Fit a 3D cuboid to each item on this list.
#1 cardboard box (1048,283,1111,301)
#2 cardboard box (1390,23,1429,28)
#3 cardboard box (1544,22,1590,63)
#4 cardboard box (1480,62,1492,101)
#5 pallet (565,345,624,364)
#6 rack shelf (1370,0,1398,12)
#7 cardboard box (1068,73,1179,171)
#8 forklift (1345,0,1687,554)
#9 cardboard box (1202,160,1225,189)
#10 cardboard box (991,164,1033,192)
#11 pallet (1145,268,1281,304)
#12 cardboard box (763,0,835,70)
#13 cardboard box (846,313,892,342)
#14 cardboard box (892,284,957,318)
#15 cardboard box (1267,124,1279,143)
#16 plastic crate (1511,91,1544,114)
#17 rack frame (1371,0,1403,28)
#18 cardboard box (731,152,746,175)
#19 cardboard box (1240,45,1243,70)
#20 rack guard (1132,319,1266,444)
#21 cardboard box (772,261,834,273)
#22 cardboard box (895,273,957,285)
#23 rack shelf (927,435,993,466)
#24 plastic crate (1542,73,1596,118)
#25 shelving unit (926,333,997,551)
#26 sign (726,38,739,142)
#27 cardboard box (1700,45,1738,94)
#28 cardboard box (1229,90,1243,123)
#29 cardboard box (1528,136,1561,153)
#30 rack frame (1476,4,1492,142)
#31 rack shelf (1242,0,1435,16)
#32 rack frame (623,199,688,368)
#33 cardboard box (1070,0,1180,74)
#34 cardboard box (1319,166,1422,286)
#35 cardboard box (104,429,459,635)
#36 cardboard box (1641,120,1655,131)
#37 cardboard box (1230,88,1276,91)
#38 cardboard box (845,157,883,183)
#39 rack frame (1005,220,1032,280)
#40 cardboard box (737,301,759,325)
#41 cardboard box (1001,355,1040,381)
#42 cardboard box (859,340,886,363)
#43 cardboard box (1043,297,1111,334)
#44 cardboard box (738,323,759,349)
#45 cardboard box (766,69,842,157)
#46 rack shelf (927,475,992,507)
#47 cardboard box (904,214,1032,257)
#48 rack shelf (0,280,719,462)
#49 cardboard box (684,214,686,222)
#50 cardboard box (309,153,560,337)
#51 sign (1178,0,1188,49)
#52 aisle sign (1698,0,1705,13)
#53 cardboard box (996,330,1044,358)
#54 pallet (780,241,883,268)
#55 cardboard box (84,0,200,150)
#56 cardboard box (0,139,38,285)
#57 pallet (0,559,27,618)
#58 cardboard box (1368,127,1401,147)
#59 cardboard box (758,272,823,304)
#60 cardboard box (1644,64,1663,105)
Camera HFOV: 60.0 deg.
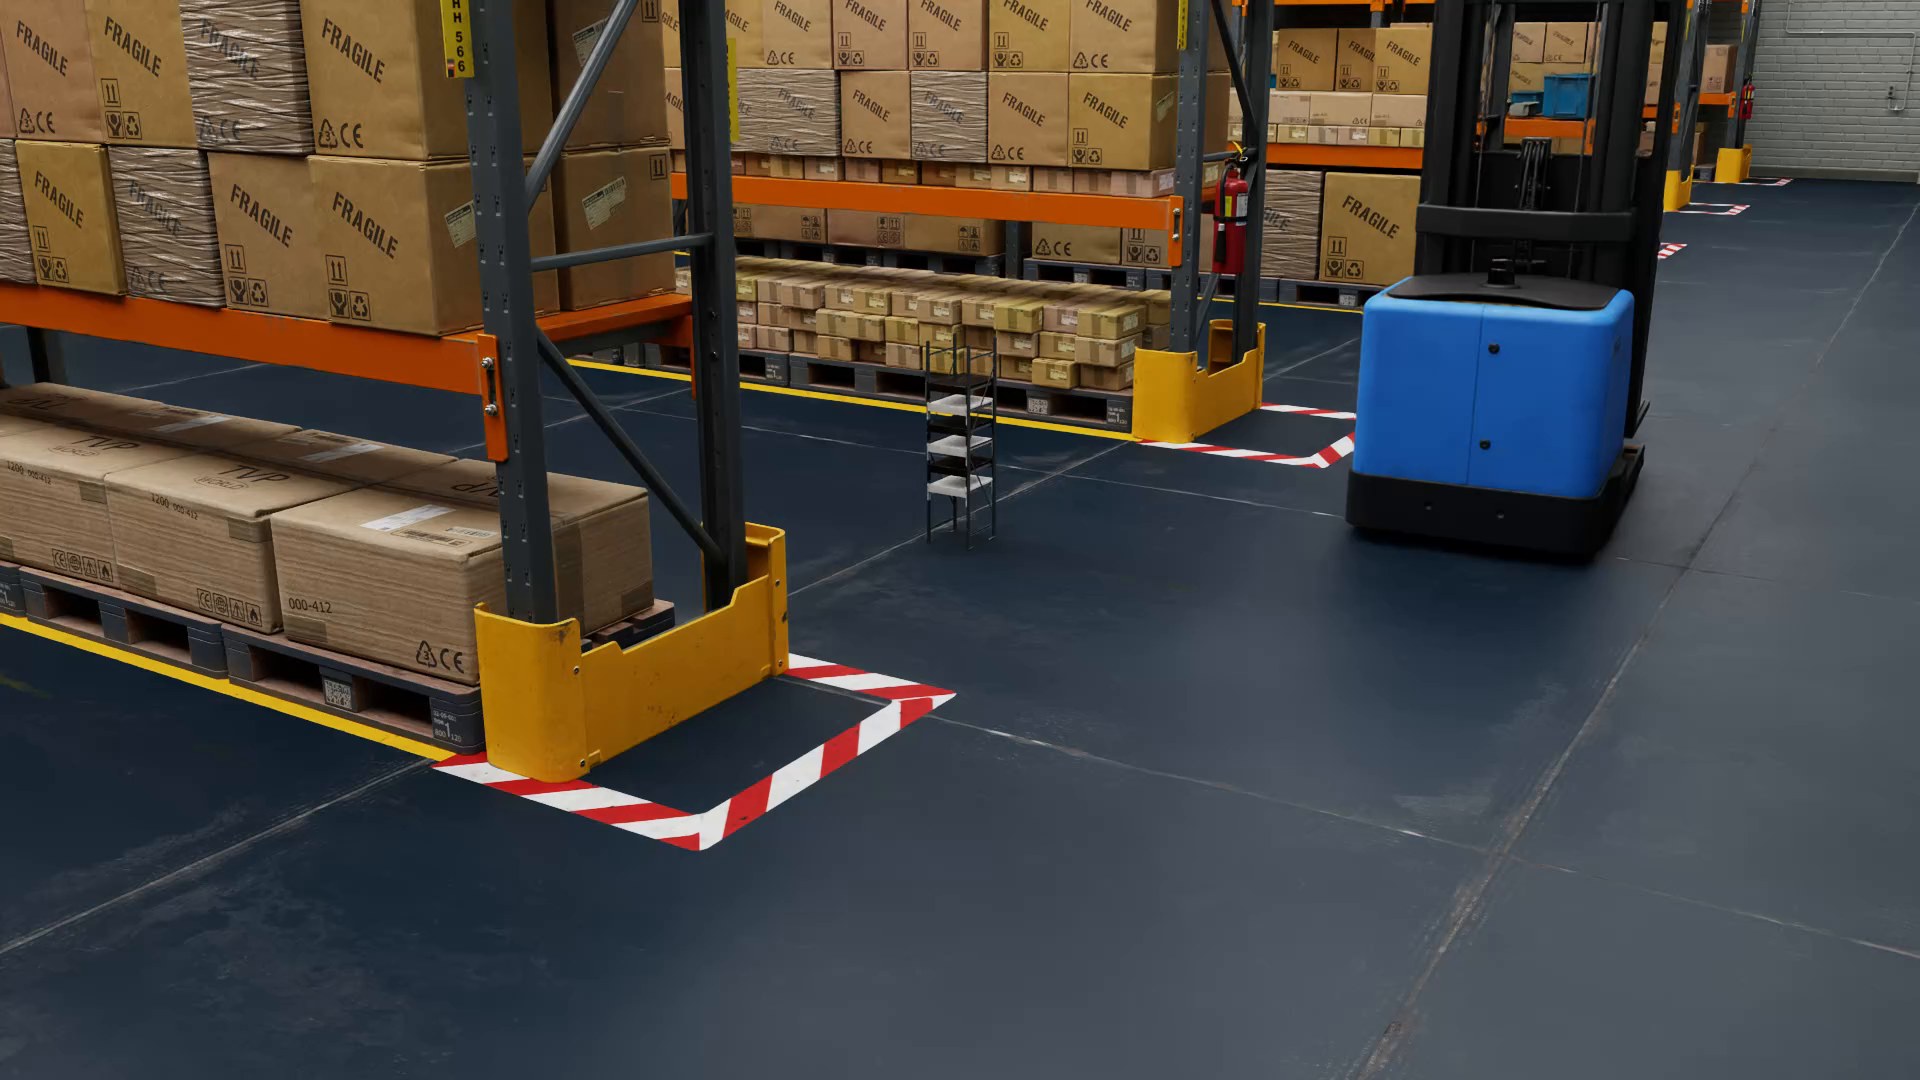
[{"bbox_3d":[0.737,-1.482,10.257,0.250,0.149,0.380,10,20,30],"label":"cardboard box"},{"bbox_3d":[6.167,-6.773,22.627,0.500,0.500,0.500,11,20,31],"label":"cardboard box"},{"bbox_3d":[7.923,-6.460,21.596,0.500,0.500,0.500,11,20,32],"label":"cardboard box"},{"bbox_3d":[7.067,-6.138,22.254,0.500,0.500,0.500,10,20,30],"label":"cardboard box"},{"bbox_3d":[-2.621,-1.506,11.977,1.213,0.211,1.003,10,20,30],"label":"pallet"},{"bbox_3d":[4.208,-7.784,23.922,4.000,0.370,1.077,10,20,30],"label":"rack shelf"},{"bbox_3d":[0.934,-2.309,9.138,0.500,0.500,0.500,11,20,31],"label":"cardboard box"},{"bbox_3d":[2.834,-1.726,8.019,1.130,2.935,3.031,8,19,26],"label":"forklift"},{"bbox_3d":[1.347,-2.124,9.646,0.250,0.149,0.380,10,20,30],"label":"cardboard box"},{"bbox_3d":[0.382,-2.088,9.527,0.250,0.149,0.380,11,20,32],"label":"cardboard box"},{"bbox_3d":[2.376,-2.281,14.527,1.213,0.211,1.003,10,20,30],"label":"pallet"},{"bbox_3d":[-0.837,-3.103,10.031,0.500,0.500,0.500,10,20,31],"label":"cardboard box"},{"bbox_3d":[-0.497,-1.336,10.288,0.250,0.149,0.380,10,20,31],"label":"cardboard box"},{"bbox_3d":[-0.215,-1.464,10.197,0.250,0.149,0.380,9,19,28],"label":"cardboard box"},{"bbox_3d":[2.565,-3.374,13.760,0.250,0.149,0.380,10,20,30],"label":"cardboard box"},{"bbox_3d":[6.126,-4.722,17.949,0.300,0.233,0.416,10,20,30],"label":"plastic crate"},{"bbox_3d":[5.913,-6.389,23.252,0.127,3.000,1.000,10,20,30],"label":"rack frame"},{"bbox_3d":[-1.373,-2.430,10.652,0.250,0.149,0.380,9,19,28],"label":"cardboard box"},{"bbox_3d":[3.779,-6.991,24.342,0.500,0.500,0.700,15,22,40],"label":"cardboard box"},{"bbox_3d":[1.387,-0.930,9.582,0.348,0.500,1.175,10,20,30],"label":"rack guard"},{"bbox_3d":[-1.063,-1.789,11.270,0.250,0.149,0.380,10,20,30],"label":"cardboard box"},{"bbox_3d":[-0.213,-1.609,10.677,0.250,0.149,0.380,10,20,30],"label":"cardboard box"},{"bbox_3d":[0.007,-0.397,7.256,0.200,0.077,0.258,10,20,30],"label":"rack shelf"},{"bbox_3d":[6.342,-4.604,17.214,0.499,0.435,0.616,10,20,30],"label":"plastic crate"},{"bbox_3d":[0.007,-0.429,7.246,0.210,0.900,0.258,10,20,30],"label":"shelving unit"},{"bbox_3d":[-0.757,-1.462,5.406,0.005,0.325,0.100,10,20,30],"label":"sign"},{"bbox_3d":[11.470,-7.226,25.493,0.700,0.700,0.980,11,20,33],"label":"cardboard box"},{"bbox_3d":[2.270,-3.639,13.945,0.500,0.250,0.500,10,20,30],"label":"cardboard box"},{"bbox_3d":[9.512,-6.405,26.883,0.500,0.500,0.700,10,20,30],"label":"cardboard box"},{"bbox_3d":[8.502,-7.616,27.293,0.127,3.000,1.000,10,20,30],"label":"rack frame"},{"bbox_3d":[6.798,-9.011,27.963,4.000,0.370,1.077,10,20,30],"label":"rack shelf"},{"bbox_3d":[-1.957,-2.723,11.183,0.127,3.000,1.000,10,20,30],"label":"rack frame"},{"bbox_3d":[0.931,-2.791,9.004,0.500,0.500,0.500,10,19,29],"label":"cardboard box"},{"bbox_3d":[3.546,-2.589,13.677,0.875,0.875,0.875,10,20,30],"label":"cardboard box"},{"bbox_3d":[-2.452,-0.061,6.106,0.875,0.438,0.875,11,20,32],"label":"cardboard box"},{"bbox_3d":[10.828,-6.550,26.246,0.250,0.149,0.380,10,20,31],"label":"cardboard box"},{"bbox_3d":[2.546,-3.770,14.379,0.500,0.250,0.500,10,19,29],"label":"cardboard box"},{"bbox_3d":[-0.486,-2.261,10.095,0.250,0.149,0.380,11,20,32],"label":"cardboard box"},{"bbox_3d":[0.725,-3.936,15.177,0.127,3.000,1.000,10,20,30],"label":"rack frame"},{"bbox_3d":[-1.326,-1.523,10.905,0.250,0.149,0.380,10,20,30],"label":"cardboard box"},{"bbox_3d":[0.442,-1.055,9.876,0.250,0.149,0.380,10,20,30],"label":"cardboard box"},{"bbox_3d":[-0.424,-1.216,10.407,0.250,0.149,0.380,11,20,32],"label":"cardboard box"},{"bbox_3d":[0.684,-1.306,9.678,0.250,0.149,0.380,11,20,31],"label":"cardboard box"},{"bbox_3d":[-1.349,-1.359,10.877,0.250,0.149,0.380,10,20,30],"label":"cardboard box"},{"bbox_3d":[-0.831,-2.616,10.149,0.500,0.500,0.500,10,19,29],"label":"cardboard box"},{"bbox_3d":[0.007,-0.225,7.308,0.200,0.077,0.258,10,20,30],"label":"rack shelf"},{"bbox_3d":[0.169,-3.212,15.729,0.875,0.875,1.225,10,20,30],"label":"cardboard box"},{"bbox_3d":[-2.757,-0.833,6.200,4.000,0.370,1.077,10,20,30],"label":"rack shelf"},{"bbox_3d":[-3.265,-3.656,17.798,0.500,0.500,0.700,9,19,27],"label":"cardboard box"},{"bbox_3d":[-1.602,-0.929,5.105,0.500,0.500,0.500,10,20,30],"label":"cardboard box"},{"bbox_3d":[1.144,-2.685,8.524,0.005,0.325,0.100,10,20,30],"label":"sign"},{"bbox_3d":[9.219,-6.938,20.587,0.004,0.787,0.394,10,20,30],"label":"aisle sign"},{"bbox_3d":[0.409,-1.182,9.781,0.250,0.149,0.380,9,19,28],"label":"cardboard box"},{"bbox_3d":[-1.016,-2.885,16.517,1.213,0.211,1.003,10,20,30],"label":"pallet"},{"bbox_3d":[-2.469,-1.562,5.469,0.500,0.500,0.500,10,20,30],"label":"cardboard box"},{"bbox_3d":[-3.351,-1.238,6.124,0.500,0.500,0.500,10,20,30],"label":"cardboard box"},{"bbox_3d":[-3.854,-0.012,7.058,1.213,0.211,1.003,10,20,30],"label":"pallet"},{"bbox_3d":[3.435,-3.219,13.249,0.250,0.149,0.380,10,20,31],"label":"cardboard box"},{"bbox_3d":[-1.093,-1.624,10.724,0.250,0.149,0.380,10,19,29],"label":"cardboard box"},{"bbox_3d":[8.797,-5.829,21.237,0.500,0.500,0.500,11,20,32],"label":"cardboard box"}]
